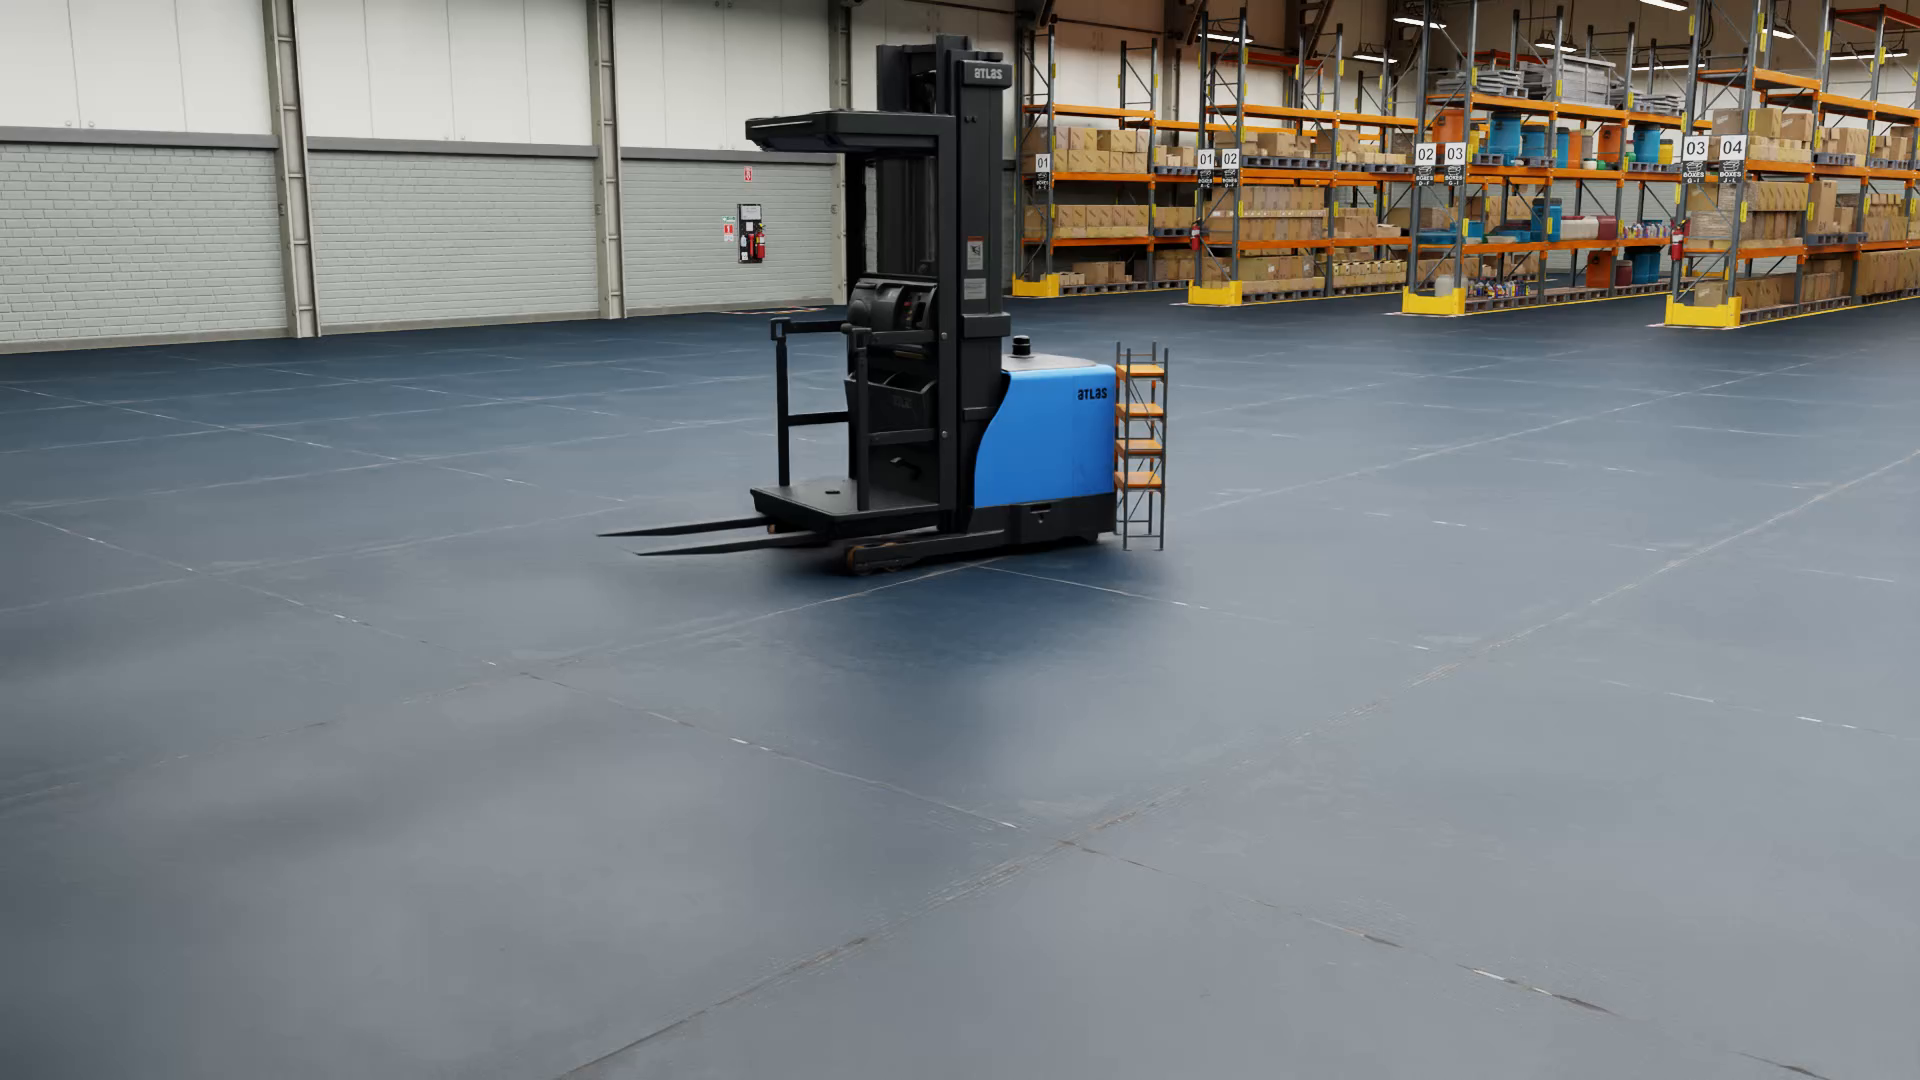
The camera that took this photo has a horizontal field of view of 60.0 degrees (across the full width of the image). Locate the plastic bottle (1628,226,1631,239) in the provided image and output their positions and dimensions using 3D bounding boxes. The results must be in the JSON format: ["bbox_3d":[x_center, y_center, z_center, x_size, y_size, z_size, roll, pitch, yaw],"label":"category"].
[{"bbox_3d":[15.376,-7.066,38.227,0.061,0.283,0.133,10,15,40],"label":"plastic bottle"}]

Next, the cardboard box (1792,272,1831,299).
[{"bbox_3d":[16.987,-5.100,33.346,0.500,0.500,0.700,-11,15,-43],"label":"cardboard box"}]

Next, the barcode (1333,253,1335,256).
[{"bbox_3d":[8.542,-6.516,37.985,0.001,0.075,0.075,10,15,40],"label":"barcode"}]

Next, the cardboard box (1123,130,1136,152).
[{"bbox_3d":[3.854,-9.541,39.802,0.500,0.500,0.500,11,16,43],"label":"cardboard box"}]

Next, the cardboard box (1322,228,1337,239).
[{"bbox_3d":[8.353,-7.076,38.365,0.500,0.250,0.500,11,16,44],"label":"cardboard box"}]

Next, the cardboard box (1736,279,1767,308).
[{"bbox_3d":[14.482,-4.530,30.544,0.500,0.500,0.500,8,14,35],"label":"cardboard box"}]

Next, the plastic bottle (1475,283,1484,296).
[{"bbox_3d":[10.657,-5.140,34.118,0.152,0.276,0.135,10,15,40],"label":"plastic bottle"}]

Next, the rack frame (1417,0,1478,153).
[{"bbox_3d":[9.138,-8.784,31.216,1.000,3.000,0.127,10,15,40],"label":"rack frame"}]

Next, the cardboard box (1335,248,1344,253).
[{"bbox_3d":[10.896,-8.387,48.199,0.380,0.149,0.250,9,15,39],"label":"cardboard box"}]

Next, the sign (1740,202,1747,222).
[{"bbox_3d":[13.267,-5.556,28.161,0.100,0.325,0.005,10,15,40],"label":"sign"}]

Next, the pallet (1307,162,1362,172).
[{"bbox_3d":[8.633,-8.580,38.342,0.805,0.209,1.217,9,14,38],"label":"pallet"}]

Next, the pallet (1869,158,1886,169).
[{"bbox_3d":[18.525,-7.859,34.723,1.213,0.211,1.003,11,16,43],"label":"pallet"}]

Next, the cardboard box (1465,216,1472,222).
[{"bbox_3d":[13.479,-8.404,44.376,0.500,0.500,0.500,10,15,41],"label":"cardboard box"}]

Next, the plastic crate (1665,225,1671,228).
[{"bbox_3d":[18.223,-7.912,42.440,0.416,0.233,0.300,10,15,40],"label":"plastic crate"}]

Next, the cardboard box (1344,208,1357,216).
[{"bbox_3d":[10.947,-9.328,48.492,0.980,0.700,0.700,9,14,38],"label":"cardboard box"}]

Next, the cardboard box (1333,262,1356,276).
[{"bbox_3d":[8.855,-6.306,38.641,0.500,0.311,0.500,10,15,40],"label":"cardboard box"}]

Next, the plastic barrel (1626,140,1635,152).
[{"bbox_3d":[15.476,-9.043,38.751,0.433,0.535,0.433,0,11,0],"label":"plastic barrel"}]

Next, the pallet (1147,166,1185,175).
[{"bbox_3d":[4.825,-9.168,41.273,1.213,0.211,1.003,10,15,40],"label":"pallet"}]

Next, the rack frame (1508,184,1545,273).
[{"bbox_3d":[15.982,-8.837,46.798,1.000,3.000,0.127,10,15,40],"label":"rack frame"}]

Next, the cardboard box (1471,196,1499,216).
[{"bbox_3d":[13.864,-8.821,43.909,0.500,0.500,0.500,10,15,42],"label":"cardboard box"}]

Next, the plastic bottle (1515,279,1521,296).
[{"bbox_3d":[11.444,-5.187,34.164,0.144,0.351,0.185,9,14,38],"label":"plastic bottle"}]

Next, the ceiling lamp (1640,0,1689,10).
[{"bbox_3d":[13.793,-11.853,31.680,0.800,3.185,2.000,10,15,40],"label":"ceiling lamp"}]

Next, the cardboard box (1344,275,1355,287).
[{"bbox_3d":[8.851,-6.032,38.699,0.500,0.250,0.500,10,15,42],"label":"cardboard box"}]

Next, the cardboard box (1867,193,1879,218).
[{"bbox_3d":[19.067,-7.121,35.388,0.797,0.503,0.637,10,15,42],"label":"cardboard box"}]

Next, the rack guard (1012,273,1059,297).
[{"bbox_3d":[1.747,-5.909,38.517,1.175,0.500,0.348,10,15,40],"label":"rack guard"}]

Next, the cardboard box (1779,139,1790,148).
[{"bbox_3d":[14.636,-7.104,29.825,0.380,0.149,0.250,11,16,43],"label":"cardboard box"}]

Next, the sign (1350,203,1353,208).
[{"bbox_3d":[11.845,-10.013,50.273,0.100,0.325,0.005,10,15,40],"label":"sign"}]

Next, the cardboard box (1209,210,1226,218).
[{"bbox_3d":[5.529,-6.931,35.344,0.380,0.149,0.250,9,15,39],"label":"cardboard box"}]

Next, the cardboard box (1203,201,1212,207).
[{"bbox_3d":[6.571,-8.779,43.473,0.380,0.149,0.250,7,13,31],"label":"cardboard box"}]

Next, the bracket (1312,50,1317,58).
[{"bbox_3d":[9.971,-13.826,47.267,0.235,0.232,0.430,10,15,40],"label":"bracket"}]

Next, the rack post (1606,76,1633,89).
[{"bbox_3d":[14.860,-10.341,37.695,0.624,0.289,0.986,10,15,40],"label":"rack post"}]

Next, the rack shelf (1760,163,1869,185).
[{"bbox_3d":[16.820,-7.203,32.793,1.077,0.370,4.000,10,15,40],"label":"rack shelf"}]

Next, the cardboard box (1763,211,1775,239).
[{"bbox_3d":[14.184,-5.703,30.093,0.875,0.500,0.500,10,15,40],"label":"cardboard box"}]

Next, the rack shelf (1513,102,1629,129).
[{"bbox_3d":[13.099,-9.118,35.745,1.077,0.370,4.000,10,15,40],"label":"rack shelf"}]

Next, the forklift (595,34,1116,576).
[{"bbox_3d":[-0.572,-1.356,9.518,3.031,2.935,1.130,-7,13,-31],"label":"forklift"}]

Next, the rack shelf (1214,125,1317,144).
[{"bbox_3d":[8.298,-10.987,45.105,1.077,0.370,4.000,10,15,40],"label":"rack shelf"}]

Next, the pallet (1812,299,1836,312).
[{"bbox_3d":[16.817,-4.718,33.294,1.003,0.211,1.213,10,15,40],"label":"pallet"}]

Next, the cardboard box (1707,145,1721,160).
[{"bbox_3d":[12.986,-6.703,28.838,0.500,0.250,0.500,10,15,42],"label":"cardboard box"}]

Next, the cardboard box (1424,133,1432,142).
[{"bbox_3d":[11.330,-9.809,41.197,0.500,0.500,0.500,10,15,40],"label":"cardboard box"}]

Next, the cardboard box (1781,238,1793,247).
[{"bbox_3d":[15.115,-5.482,30.640,0.380,0.149,0.250,10,15,40],"label":"cardboard box"}]

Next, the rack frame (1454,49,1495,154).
[{"bbox_3d":[13.341,-11.191,43.264,1.000,3.000,0.127,10,15,40],"label":"rack frame"}]

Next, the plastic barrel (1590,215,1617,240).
[{"bbox_3d":[14.341,-6.979,37.145,0.600,0.536,0.708,10,15,40],"label":"plastic barrel"}]

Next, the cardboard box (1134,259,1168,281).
[{"bbox_3d":[4.810,-6.812,41.917,0.700,0.500,0.500,10,15,42],"label":"cardboard box"}]

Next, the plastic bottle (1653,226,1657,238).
[{"bbox_3d":[16.468,-7.319,39.515,0.152,0.276,0.135,10,15,40],"label":"plastic bottle"}]

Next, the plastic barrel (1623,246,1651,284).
[{"bbox_3d":[16.220,-6.603,39.896,0.600,0.901,0.708,10,15,40],"label":"plastic barrel"}]

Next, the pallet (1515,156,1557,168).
[{"bbox_3d":[11.376,-7.690,33.880,1.213,0.211,1.003,10,15,40],"label":"pallet"}]

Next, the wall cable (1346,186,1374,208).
[{"bbox_3d":[12.393,-10.286,51.458,0.084,1.984,1.851,10,15,40],"label":"wall cable"}]

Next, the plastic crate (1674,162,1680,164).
[{"bbox_3d":[18.485,-9.448,42.354,0.504,0.338,0.767,10,15,40],"label":"plastic crate"}]

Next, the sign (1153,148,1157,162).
[{"bbox_3d":[4.750,-9.367,40.473,0.100,0.325,0.005,10,15,40],"label":"sign"}]

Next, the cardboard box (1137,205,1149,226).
[{"bbox_3d":[4.257,-7.906,40.554,0.500,0.500,0.500,10,15,40],"label":"cardboard box"}]

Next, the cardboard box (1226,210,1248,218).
[{"bbox_3d":[5.841,-6.880,35.089,0.380,0.149,0.250,10,15,40],"label":"cardboard box"}]

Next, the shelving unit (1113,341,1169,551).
[{"bbox_3d":[1.084,-0.575,10.029,0.258,1.200,0.503,0,11,-2],"label":"shelving unit"}]

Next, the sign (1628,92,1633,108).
[{"bbox_3d":[14.837,-9.733,36.789,0.100,0.325,0.005,10,15,40],"label":"sign"}]

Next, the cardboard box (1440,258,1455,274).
[{"bbox_3d":[12.567,-6.984,42.777,0.500,0.500,0.500,10,15,41],"label":"cardboard box"}]
